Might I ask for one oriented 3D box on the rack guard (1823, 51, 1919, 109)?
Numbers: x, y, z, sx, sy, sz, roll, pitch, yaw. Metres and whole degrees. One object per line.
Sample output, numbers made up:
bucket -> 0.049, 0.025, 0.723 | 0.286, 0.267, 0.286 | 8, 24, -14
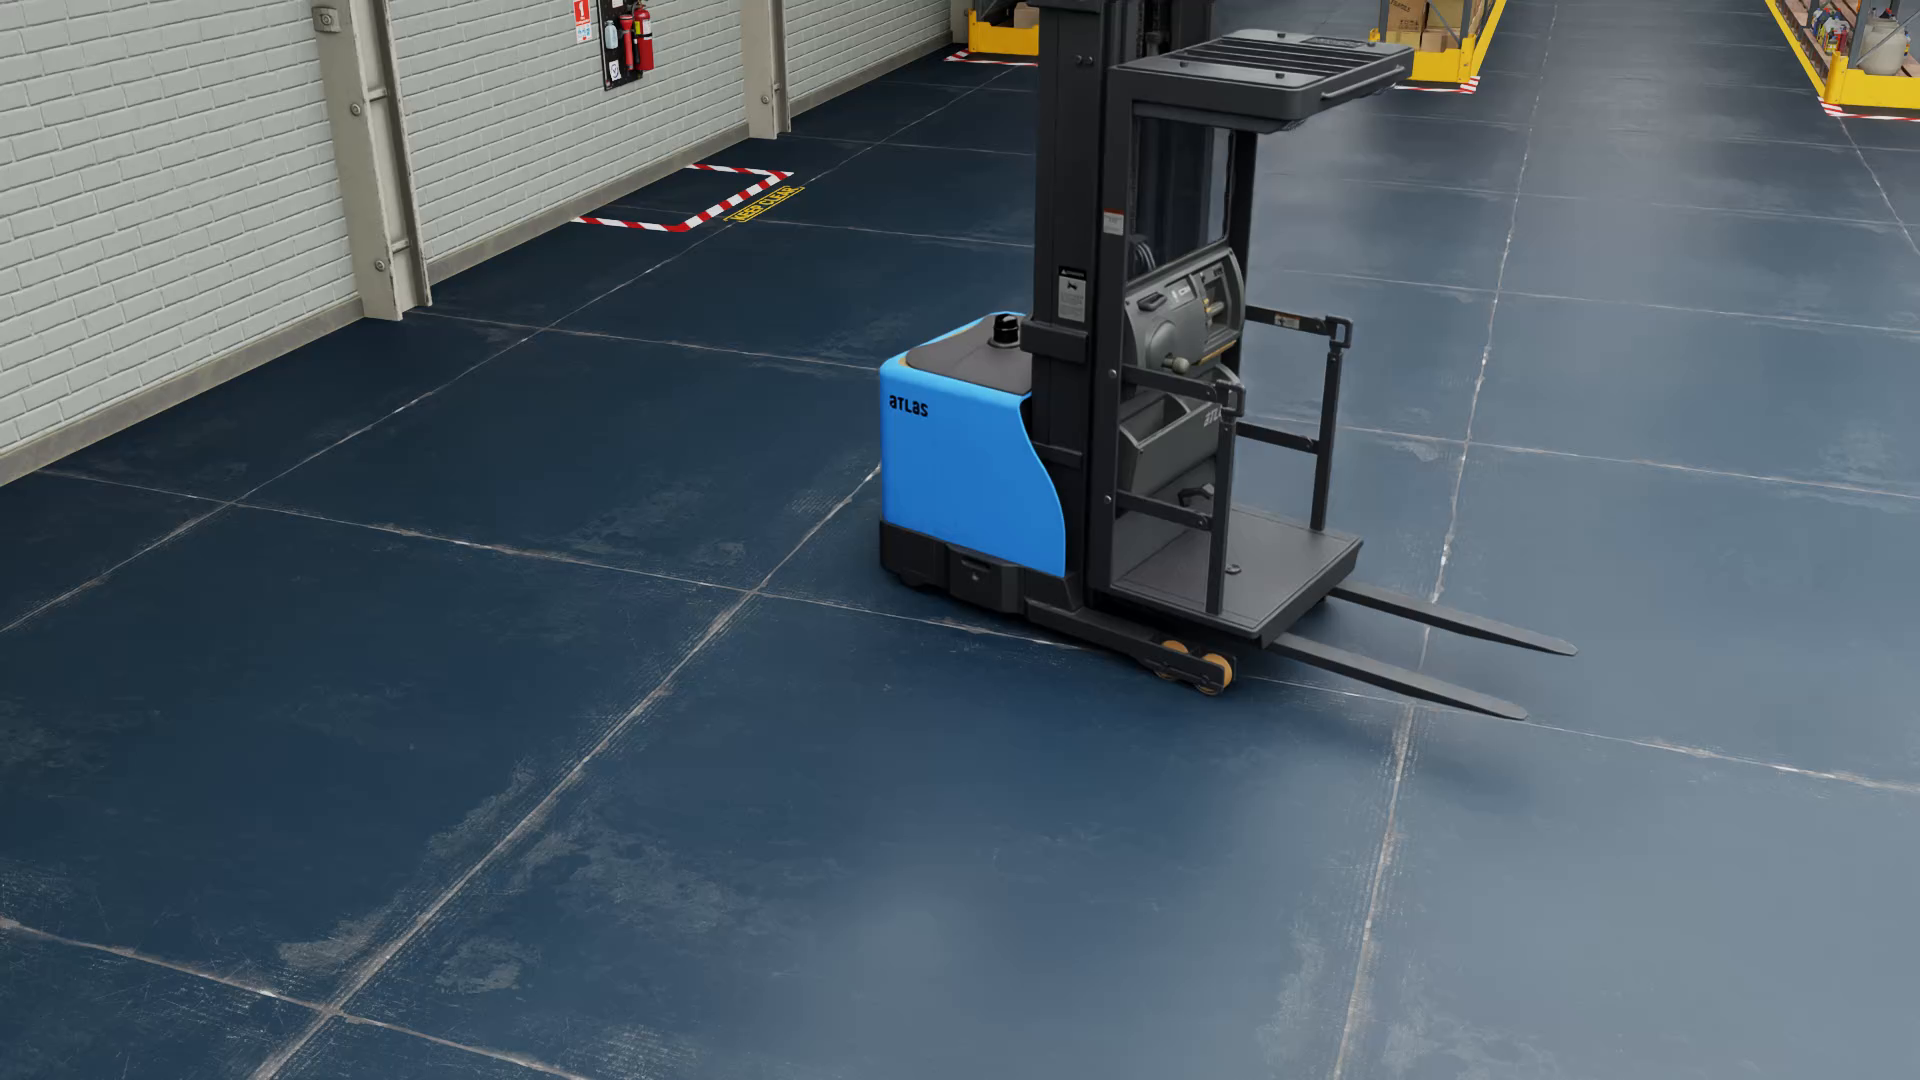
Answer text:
rack guard -> 9.990, -4.941, 17.882 | 1.175, 0.500, 0.348 | 9, 27, 17

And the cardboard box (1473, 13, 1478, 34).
cardboard box -> 6.228, -6.504, 20.914 | 0.500, 0.250, 0.500 | 9, 27, 17

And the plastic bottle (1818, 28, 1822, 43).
plastic bottle -> 10.501, -6.149, 20.213 | 0.097, 0.201, 0.097 | 0, 26, 0

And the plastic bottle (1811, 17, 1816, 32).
plastic bottle -> 10.787, -6.502, 20.942 | 0.097, 0.201, 0.097 | 0, 26, 0

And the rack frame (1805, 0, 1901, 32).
rack frame -> 11.340, -7.672, 20.654 | 1.000, 3.000, 0.127 | 9, 27, 17

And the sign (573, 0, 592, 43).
sign -> -3.052, -4.206, 13.454 | 0.001, 0.329, 0.234 | 9, 27, 17

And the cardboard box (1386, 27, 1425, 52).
cardboard box -> 5.239, -5.963, 19.797 | 0.500, 0.250, 0.500 | 9, 27, 17

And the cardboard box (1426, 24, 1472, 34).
cardboard box -> 5.891, -6.094, 20.067 | 0.500, 0.250, 0.500 | 9, 27, 17

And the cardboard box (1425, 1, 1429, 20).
cardboard box -> 5.556, -6.714, 20.487 | 0.500, 0.500, 0.500 | 9, 27, 17

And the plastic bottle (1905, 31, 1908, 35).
plastic bottle -> 10.999, -5.794, 19.387 | 0.061, 0.283, 0.133 | 9, 27, 18

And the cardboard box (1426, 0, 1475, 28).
cardboard box -> 5.892, -6.431, 19.903 | 0.500, 0.500, 0.500 | 9, 27, 17

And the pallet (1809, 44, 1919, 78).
pallet -> 10.673, -5.644, 19.665 | 1.003, 0.211, 1.213 | 9, 27, 17

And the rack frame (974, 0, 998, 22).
rack frame -> 0.667, -7.465, 20.226 | 1.000, 3.000, 0.127 | 9, 27, 17

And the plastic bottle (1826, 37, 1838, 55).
plastic bottle -> 10.207, -5.785, 19.463 | 0.097, 0.201, 0.097 | 0, 26, 0

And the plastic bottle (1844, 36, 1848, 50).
plastic bottle -> 10.487, -5.931, 19.765 | 0.097, 0.201, 0.097 | 0, 26, 0

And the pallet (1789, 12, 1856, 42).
pallet -> 11.565, -6.745, 21.940 | 1.003, 0.211, 1.213 | 9, 27, 17

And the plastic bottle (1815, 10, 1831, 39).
plastic bottle -> 10.618, -6.329, 20.414 | 0.144, 0.351, 0.185 | 8, 27, 15

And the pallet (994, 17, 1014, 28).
pallet -> 0.996, -6.570, 21.577 | 1.003, 0.211, 1.213 | 9, 27, 17

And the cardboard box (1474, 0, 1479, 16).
cardboard box -> 6.229, -6.841, 20.751 | 0.500, 0.500, 0.500 | 9, 27, 17

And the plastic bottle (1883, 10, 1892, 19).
plastic bottle -> 11.334, -6.293, 20.339 | 0.144, 0.351, 0.185 | 7, 27, 15

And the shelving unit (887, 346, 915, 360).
shelving unit -> -0.190, -0.477, 8.202 | 0.258, 0.900, 0.210 | 17, 31, 32

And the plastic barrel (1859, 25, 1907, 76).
plastic barrel -> 10.156, -5.379, 18.291 | 0.421, 0.512, 0.421 | 0, 26, 0

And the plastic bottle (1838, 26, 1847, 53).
plastic bottle -> 10.417, -5.907, 19.619 | 0.061, 0.283, 0.133 | 9, 27, 17

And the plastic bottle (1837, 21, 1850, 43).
plastic bottle -> 10.624, -6.109, 20.047 | 0.152, 0.276, 0.135 | 9, 27, 17

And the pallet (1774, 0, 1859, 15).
pallet -> 12.377, -7.748, 24.011 | 1.003, 0.211, 1.213 | 9, 27, 17

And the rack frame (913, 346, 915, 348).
rack frame -> -0.130, -0.513, 8.276 | 0.240, 0.900, 0.006 | 17, 31, 32

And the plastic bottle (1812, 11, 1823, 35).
plastic bottle -> 10.739, -6.440, 20.730 | 0.152, 0.276, 0.135 | 10, 27, 19

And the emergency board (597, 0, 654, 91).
emergency board -> -2.771, -4.402, 13.901 | 0.194, 1.169, 0.643 | 9, 27, 17

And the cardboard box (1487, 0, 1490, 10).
cardboard box -> 7.038, -7.473, 22.916 | 0.500, 0.250, 0.500 | 8, 27, 16

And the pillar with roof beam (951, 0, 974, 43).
pillar with roof beam -> 4.144, -9.954, 18.482 | 9.100, 9.000, 0.400 | 9, 27, 17

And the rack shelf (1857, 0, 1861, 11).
rack shelf -> 10.675, -6.526, 19.113 | 1.077, 0.370, 4.000 | 9, 27, 17

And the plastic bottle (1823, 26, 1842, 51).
plastic bottle -> 10.317, -5.918, 19.652 | 0.152, 0.276, 0.135 | 9, 27, 18

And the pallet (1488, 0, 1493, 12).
pallet -> 7.283, -7.948, 24.424 | 1.003, 0.211, 1.213 | 9, 27, 17

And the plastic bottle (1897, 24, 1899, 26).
plastic bottle -> 11.169, -6.060, 19.945 | 0.152, 0.276, 0.135 | 9, 27, 18

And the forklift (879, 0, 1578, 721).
forklift -> 1.113, -0.939, 6.826 | 3.031, 2.935, 1.130 | 17, 31, 32

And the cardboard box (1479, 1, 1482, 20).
cardboard box -> 6.547, -6.917, 21.768 | 0.500, 0.250, 0.500 | 9, 27, 17

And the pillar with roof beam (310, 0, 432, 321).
pillar with roof beam -> 0.150, -5.023, 8.297 | 9.100, 9.000, 0.400 | 9, 27, 17

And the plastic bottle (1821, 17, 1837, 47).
plastic bottle -> 10.414, -6.078, 19.895 | 0.144, 0.351, 0.185 | 10, 28, 20

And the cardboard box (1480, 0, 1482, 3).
cardboard box -> 6.545, -7.255, 21.605 | 0.500, 0.500, 0.500 | 9, 27, 17

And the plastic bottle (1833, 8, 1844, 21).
plastic bottle -> 10.816, -6.385, 20.531 | 0.144, 0.351, 0.185 | 9, 27, 17
